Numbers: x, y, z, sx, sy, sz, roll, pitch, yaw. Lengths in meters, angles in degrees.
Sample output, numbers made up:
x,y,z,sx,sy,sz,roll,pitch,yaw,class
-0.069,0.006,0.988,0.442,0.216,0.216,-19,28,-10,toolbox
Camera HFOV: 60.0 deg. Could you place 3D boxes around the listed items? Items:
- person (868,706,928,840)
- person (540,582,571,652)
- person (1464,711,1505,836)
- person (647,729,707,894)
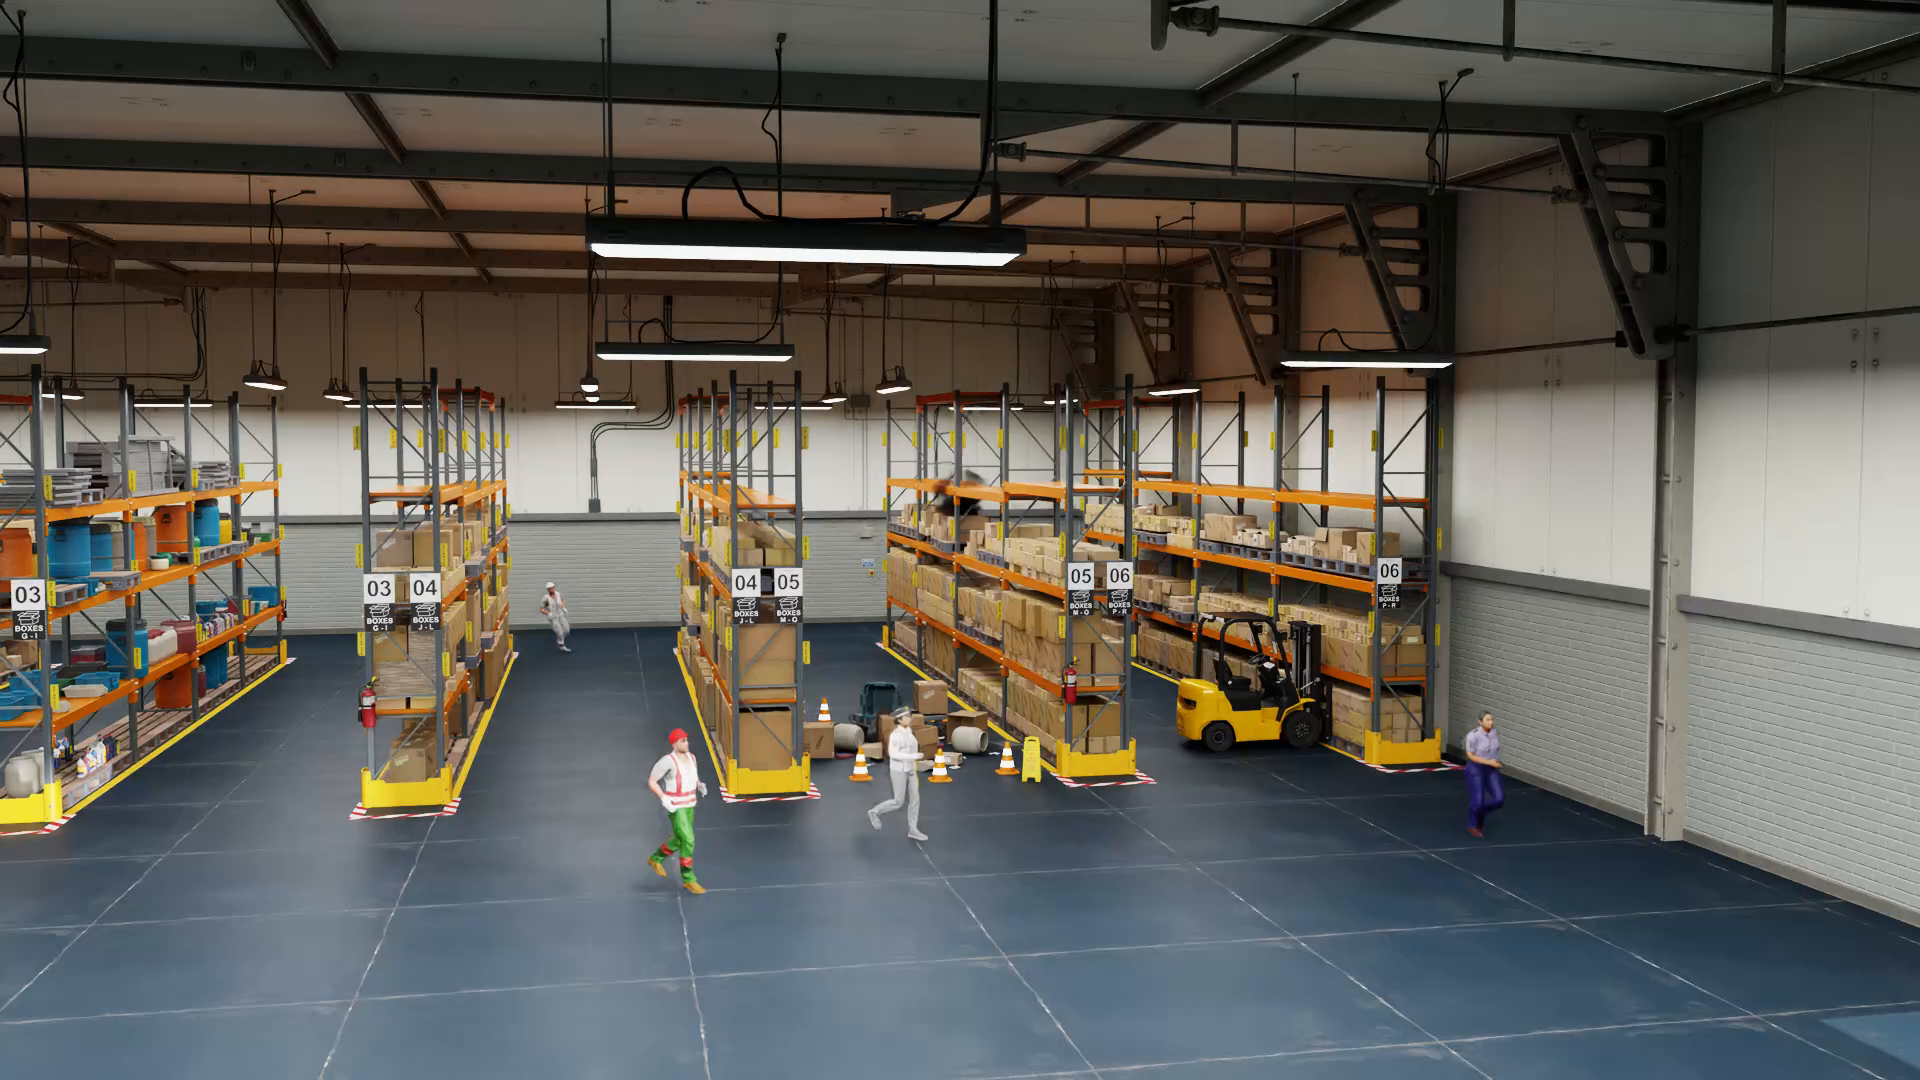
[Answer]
x,y,z,sx,sy,sz,roll,pitch,yaw,class
-0.760,2.907,20.924,0.813,1.676,0.623,2,4,26,person
-9.518,1.822,39.228,0.670,1.688,0.830,3,5,41,person
6.638,2.951,20.982,0.587,1.614,0.603,-1,4,-19,person
-3.169,2.992,18.579,0.861,1.802,0.643,2,4,29,person
